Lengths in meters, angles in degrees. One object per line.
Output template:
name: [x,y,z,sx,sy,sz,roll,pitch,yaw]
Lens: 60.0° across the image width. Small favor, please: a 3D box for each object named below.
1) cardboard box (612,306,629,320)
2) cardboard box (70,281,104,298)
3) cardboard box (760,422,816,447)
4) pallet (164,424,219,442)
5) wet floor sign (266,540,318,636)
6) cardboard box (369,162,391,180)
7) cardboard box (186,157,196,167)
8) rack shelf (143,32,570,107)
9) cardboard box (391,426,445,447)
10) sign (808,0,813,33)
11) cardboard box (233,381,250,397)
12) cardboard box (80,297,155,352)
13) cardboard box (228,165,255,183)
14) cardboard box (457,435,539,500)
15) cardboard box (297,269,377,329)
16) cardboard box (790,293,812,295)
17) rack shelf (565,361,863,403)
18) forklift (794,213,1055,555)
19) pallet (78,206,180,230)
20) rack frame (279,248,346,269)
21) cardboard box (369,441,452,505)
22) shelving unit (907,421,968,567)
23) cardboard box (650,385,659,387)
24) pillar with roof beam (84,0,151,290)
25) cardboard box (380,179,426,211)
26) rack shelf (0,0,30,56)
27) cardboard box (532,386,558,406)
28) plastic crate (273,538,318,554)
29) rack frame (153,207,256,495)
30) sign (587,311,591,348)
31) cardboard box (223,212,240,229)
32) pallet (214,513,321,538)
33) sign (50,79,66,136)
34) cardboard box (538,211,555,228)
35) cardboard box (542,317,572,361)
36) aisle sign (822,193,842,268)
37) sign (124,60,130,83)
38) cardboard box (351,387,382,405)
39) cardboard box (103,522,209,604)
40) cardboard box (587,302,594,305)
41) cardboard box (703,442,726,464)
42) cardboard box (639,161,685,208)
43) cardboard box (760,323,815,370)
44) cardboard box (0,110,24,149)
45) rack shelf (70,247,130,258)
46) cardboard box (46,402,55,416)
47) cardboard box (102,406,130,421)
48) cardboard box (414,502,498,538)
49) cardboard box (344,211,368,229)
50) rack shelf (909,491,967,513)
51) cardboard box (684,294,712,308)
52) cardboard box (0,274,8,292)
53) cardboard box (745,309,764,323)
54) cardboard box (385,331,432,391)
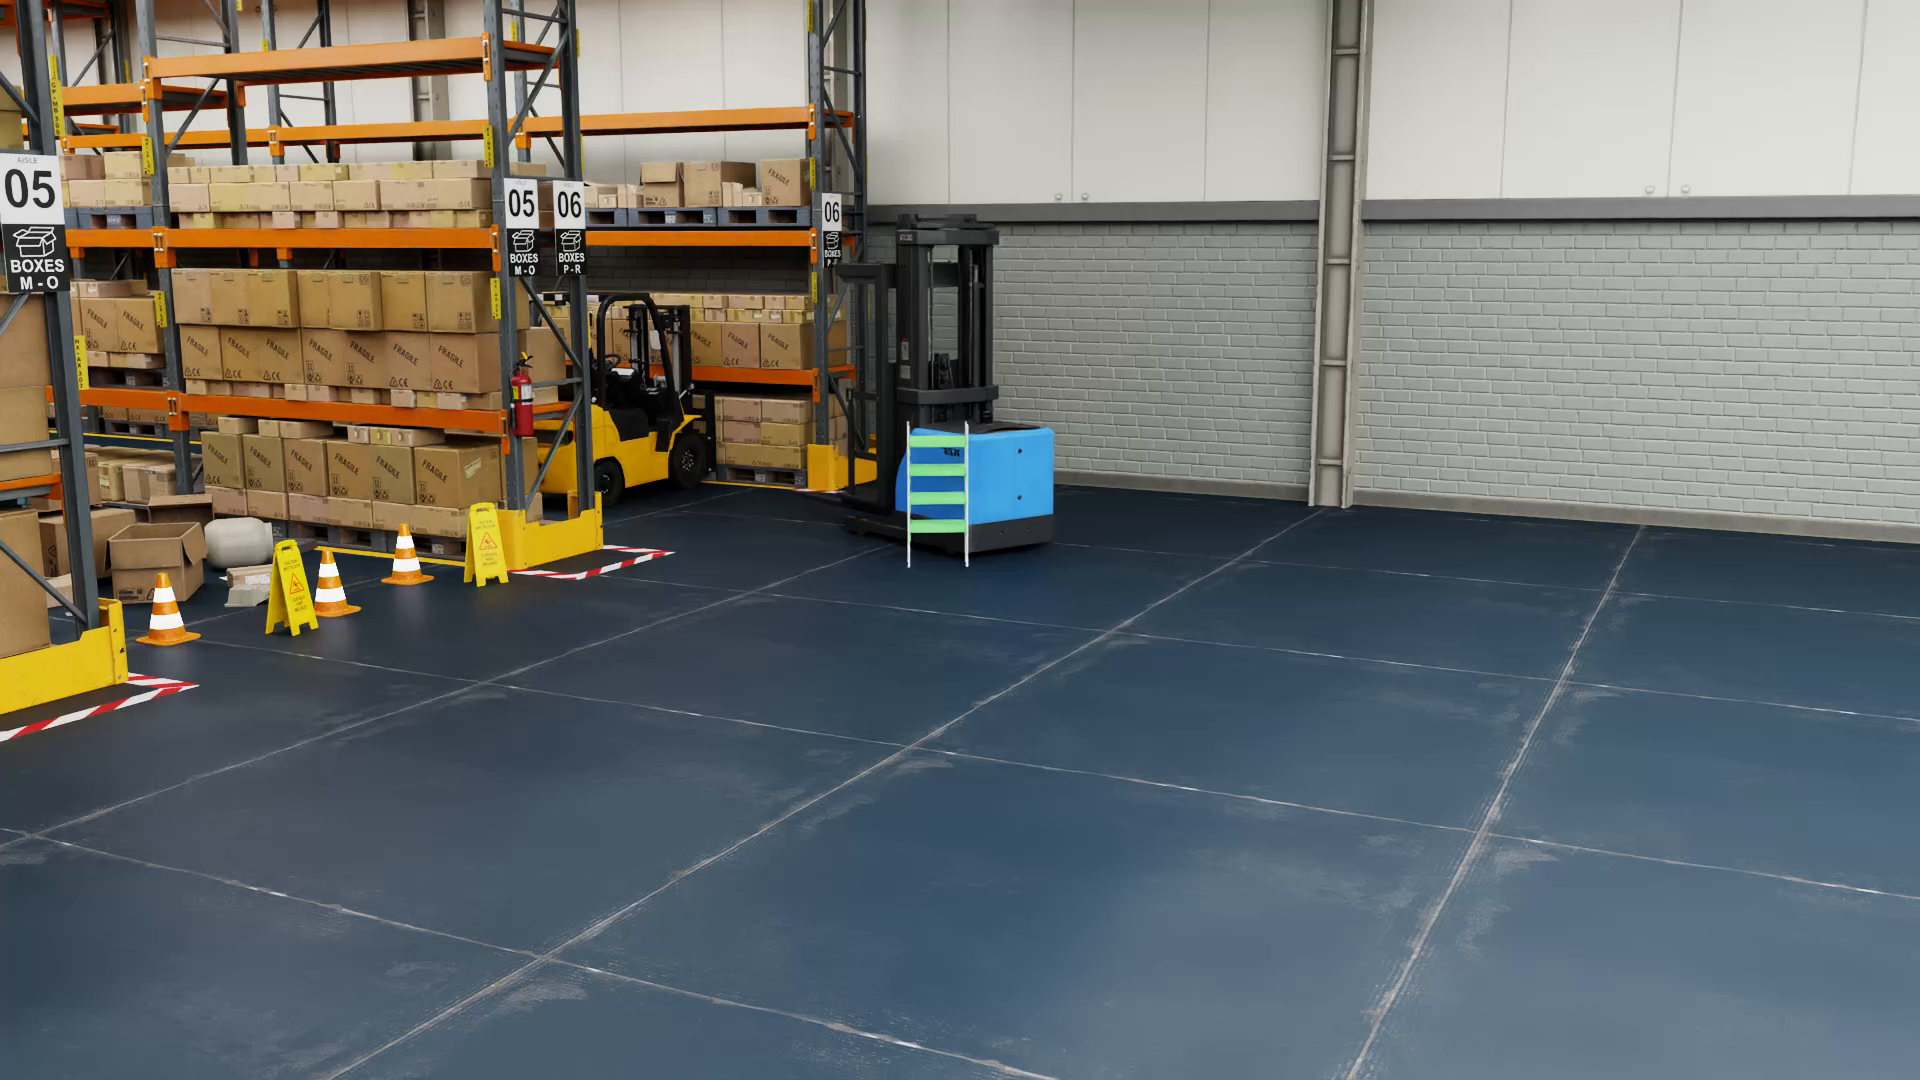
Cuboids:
cardboard box: [-3.826,-2.643,19.310,0.250,0.149,0.380,5,11,25]
cardboard box: [-8.485,-2.429,16.113,0.250,0.149,0.380,4,11,23]
cardboard box: [-1.886,-1.203,18.593,0.500,0.250,0.500,5,11,25]
pallet: [-10.228,-1.535,23.117,1.213,0.211,1.003,5,11,26]
wet floor sign: [-4.701,0.321,11.645,0.232,0.644,0.267,3,11,16]
cardboard box: [-4.810,-3.139,14.193,0.250,0.149,0.380,5,11,26]
cardboard box: [-7.889,-3.640,16.335,0.500,0.250,0.500,5,11,25]
rack shelf: [-5.297,-4.076,14.513,4.000,0.370,1.077,5,11,26]
cardboard box: [-4.696,-0.904,14.415,0.250,0.149,0.380,5,12,27]
sign: [-1.564,-5.480,17.397,0.005,0.325,0.100,5,11,26]
cardboard box: [-6.449,-1.410,15.303,0.250,0.149,0.380,5,11,26]
cardboard box: [-8.052,-2.078,15.995,0.500,0.500,0.500,5,11,26]
cardboard box: [-6.250,-3.242,14.765,0.250,0.149,0.380,5,11,25]
cardboard box: [-4.126,-0.654,14.858,0.500,0.500,0.500,5,11,24]
cardboard box: [-5.398,-2.141,14.716,0.500,0.500,0.700,5,11,25]
cardboard box: [-1.728,-2.721,18.907,0.250,0.149,0.380,5,12,28]
rack shelf: [-3.104,-1.919,19.429,4.000,0.370,1.077,5,11,26]
forklift: [-0.461,-1.528,15.440,1.130,2.935,3.031,-8,13,-38]
pallet: [-7.597,-3.087,15.967,1.003,0.211,1.213,5,11,26]
rack frame: [-8.485,-2.746,21.978,0.127,3.000,1.000,5,11,26]
cardboard box: [-4.807,-0.607,14.596,0.500,0.500,0.500,6,12,28]
shelving unit: [-0.189,-0.384,13.977,0.503,1.200,0.258,0,11,-3]
cardboard box: [-3.910,-1.731,20.104,0.500,0.250,0.500,5,11,25]
pillar with roof beam: [-14.203,-5.524,20.484,0.548,9.000,9.100,5,11,26]
cardboard box: [-4.527,-2.910,14.049,0.500,0.250,0.500,5,11,25]
rack shelf: [-7.397,-3.082,10.137,4.000,0.370,1.077,5,11,26]
cardboard box: [-3.717,-1.258,14.466,0.250,0.149,0.380,5,11,26]
plastic crate: [-6.046,0.054,14.707,0.583,0.080,0.402,1,10,6]
rack frame: [-7.091,-1.637,15.854,0.127,3.000,1.000,5,11,26]
sign: [-3.264,-1.835,14.514,0.005,0.325,0.100,5,11,26]
cardboard box: [-6.439,-2.895,15.083,0.250,0.149,0.380,5,11,26]
pallet: [-6.473,-0.218,15.841,1.213,0.211,1.003,5,11,26]
sign: [-5.352,-2.557,9.836,0.005,0.325,0.100,5,11,26]
cardboard box: [-3.657,-2.752,14.299,0.250,0.149,0.380,5,11,26]
cardboard box: [-4.615,-2.403,19.803,0.500,0.500,0.500,5,11,24]
aisle sign: [-1.382,-3.342,17.975,0.004,0.787,0.394,5,11,26]
sign: [-11.832,-6.639,23.580,0.005,0.325,0.100,5,11,26]
cardboard box: [-5.112,-1.283,14.604,0.250,0.149,0.380,5,11,25]
cardboard box: [-6.199,0.172,12.866,0.637,0.503,0.797,-2,11,-14]
cardboard box: [-4.236,-2.848,19.605,0.250,0.149,0.380,5,11,25]
cardboard box: [-2.758,-1.037,19.078,0.500,0.250,0.500,5,11,26]
cardboard box: [-3.198,-4.043,18.972,0.637,0.503,0.797,5,12,28]
cardboard box: [-1.868,-2.161,18.468,0.500,0.500,0.500,5,11,25]
cardboard box: [-5.922,-2.407,9.810,0.500,0.250,0.500,5,11,26]
rack shelf: [-13.866,-4.340,24.387,4.000,0.370,1.077,5,11,26]
cardboard box: [-13.022,-1.947,24.064,0.258,0.266,0.396,5,12,28]
cardboard box: [-11.738,-1.963,23.495,0.500,0.500,0.500,6,12,28]
cardboard box: [-4.369,-0.198,14.445,0.500,0.250,0.500,5,11,26]
cardboard box: [-5.083,-2.763,14.359,0.250,0.149,0.380,5,11,24]
rack shelf: [-0.189,-0.321,13.989,0.480,0.148,0.258,0,11,-3]
cardboard box: [-2.914,-2.709,18.838,0.250,0.149,0.380,5,12,27]
cardboard box: [-14.026,-3.621,24.293,0.500,0.500,0.500,5,12,27]
cardboard box: [-2.194,-2.512,18.584,0.250,0.149,0.380,5,12,27]
cardboard box: [-4.559,-1.557,14.292,0.500,0.500,0.500,5,11,26]
